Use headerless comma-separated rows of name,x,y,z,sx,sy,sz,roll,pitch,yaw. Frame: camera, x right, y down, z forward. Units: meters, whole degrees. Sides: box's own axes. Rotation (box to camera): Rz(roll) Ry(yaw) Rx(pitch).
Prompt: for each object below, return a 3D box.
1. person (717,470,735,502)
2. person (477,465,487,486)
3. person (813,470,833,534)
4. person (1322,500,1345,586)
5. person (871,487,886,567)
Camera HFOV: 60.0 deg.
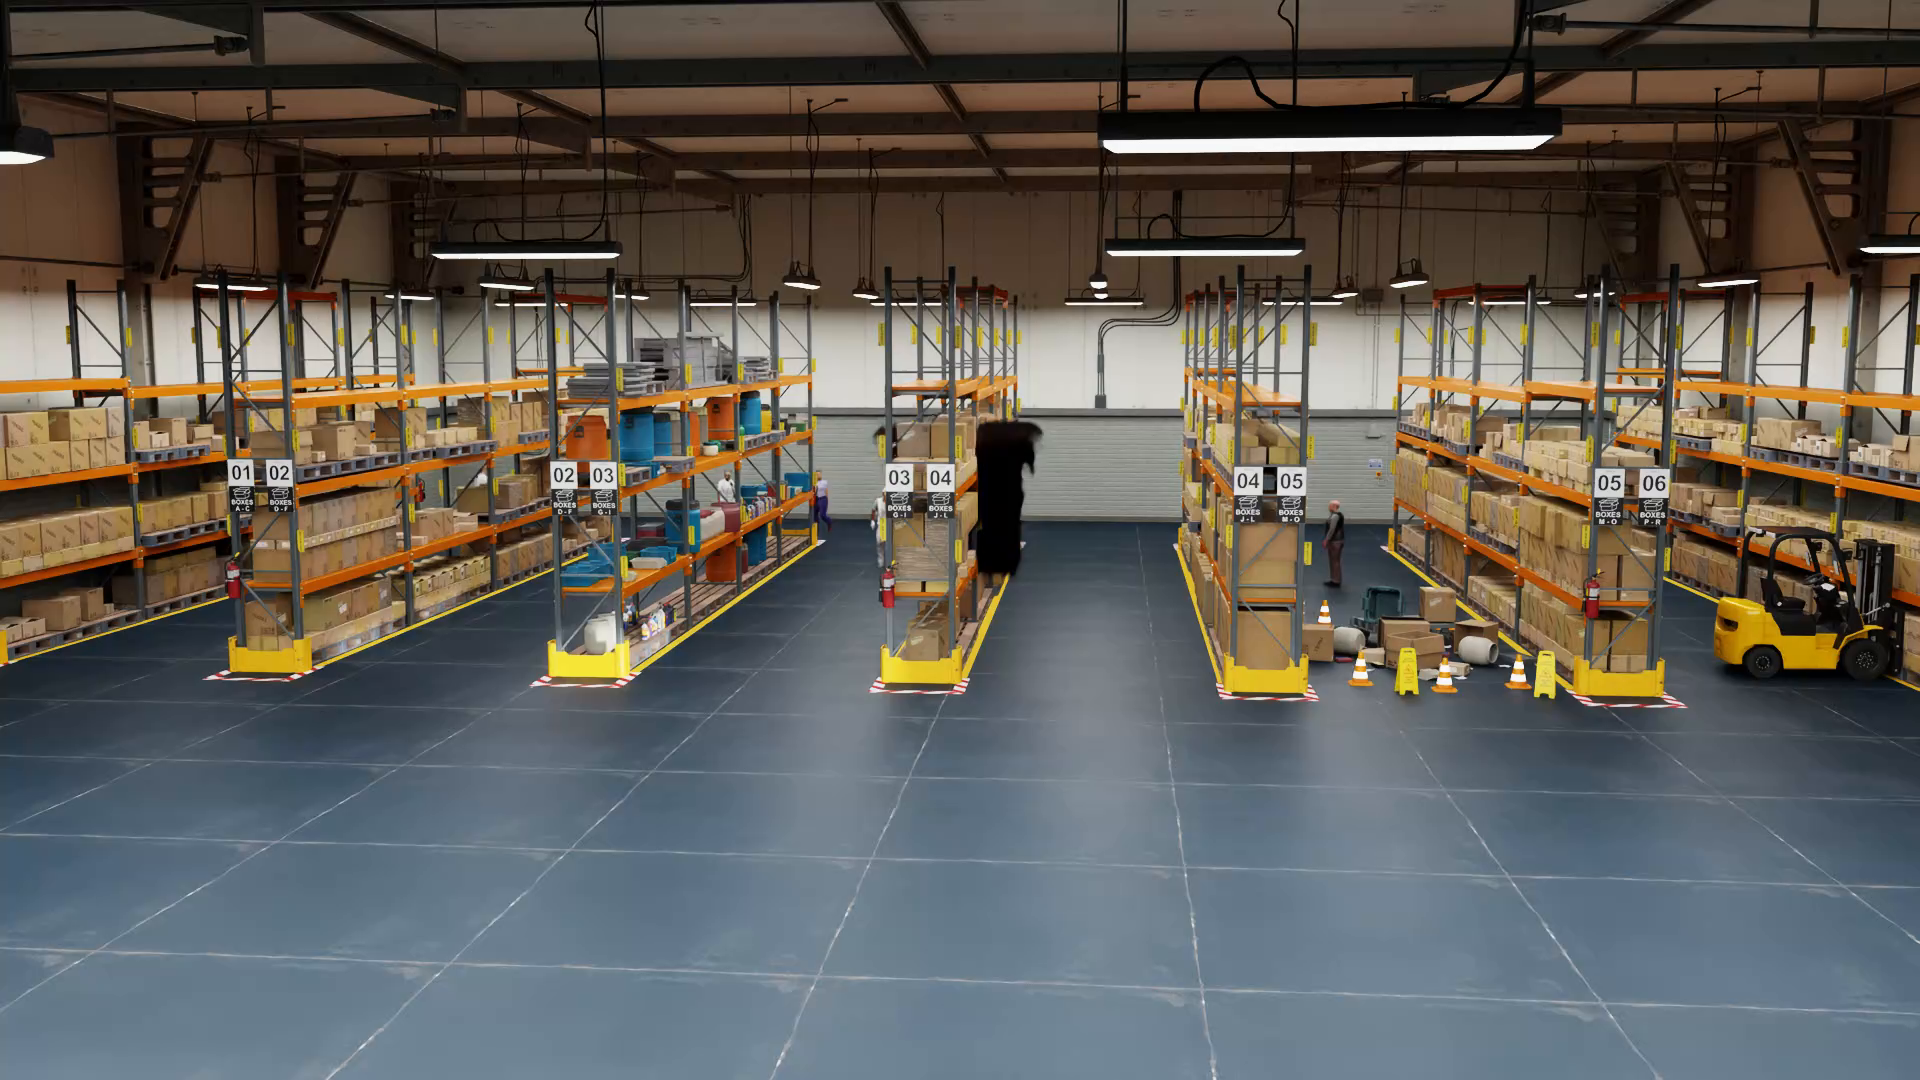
person,-5.970,-0.985,42.525,0.445,1.635,0.997,0,7,2
person,-12.118,-1.060,42.505,0.571,1.762,0.588,1,7,8
person,-3.567,-0.963,42.329,0.497,1.646,0.565,5,8,33
person,7.569,0.067,33.645,0.403,1.728,0.559,4,8,29
person,-1.644,-0.285,36.750,0.677,1.804,0.878,0,7,4
